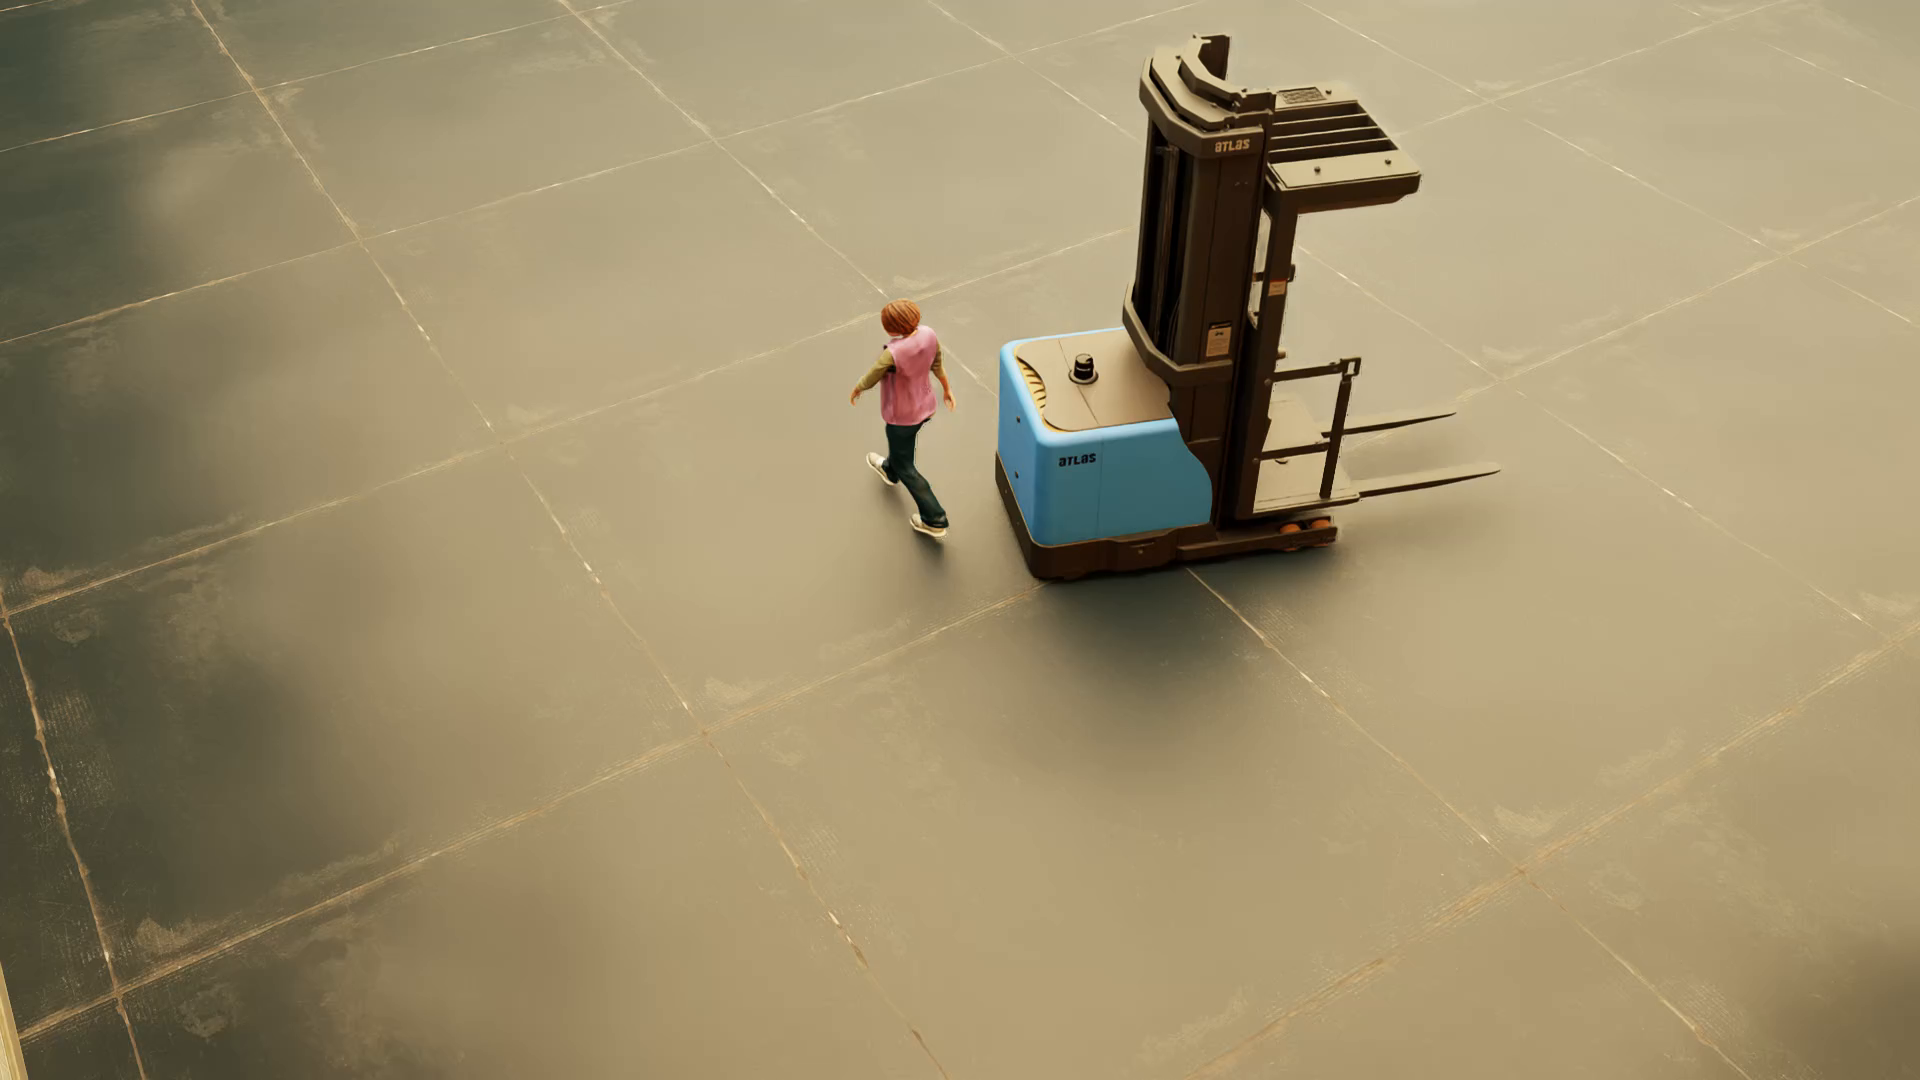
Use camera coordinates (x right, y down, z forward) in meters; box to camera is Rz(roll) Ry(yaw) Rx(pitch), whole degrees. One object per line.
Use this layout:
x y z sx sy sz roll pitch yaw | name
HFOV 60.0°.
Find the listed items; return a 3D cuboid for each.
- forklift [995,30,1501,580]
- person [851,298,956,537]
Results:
1.793 -1.368 9.436 3.031 2.935 1.130 -8 42 -9 | forklift
-0.319 -0.816 9.838 0.835 1.540 0.525 26 48 27 | person
